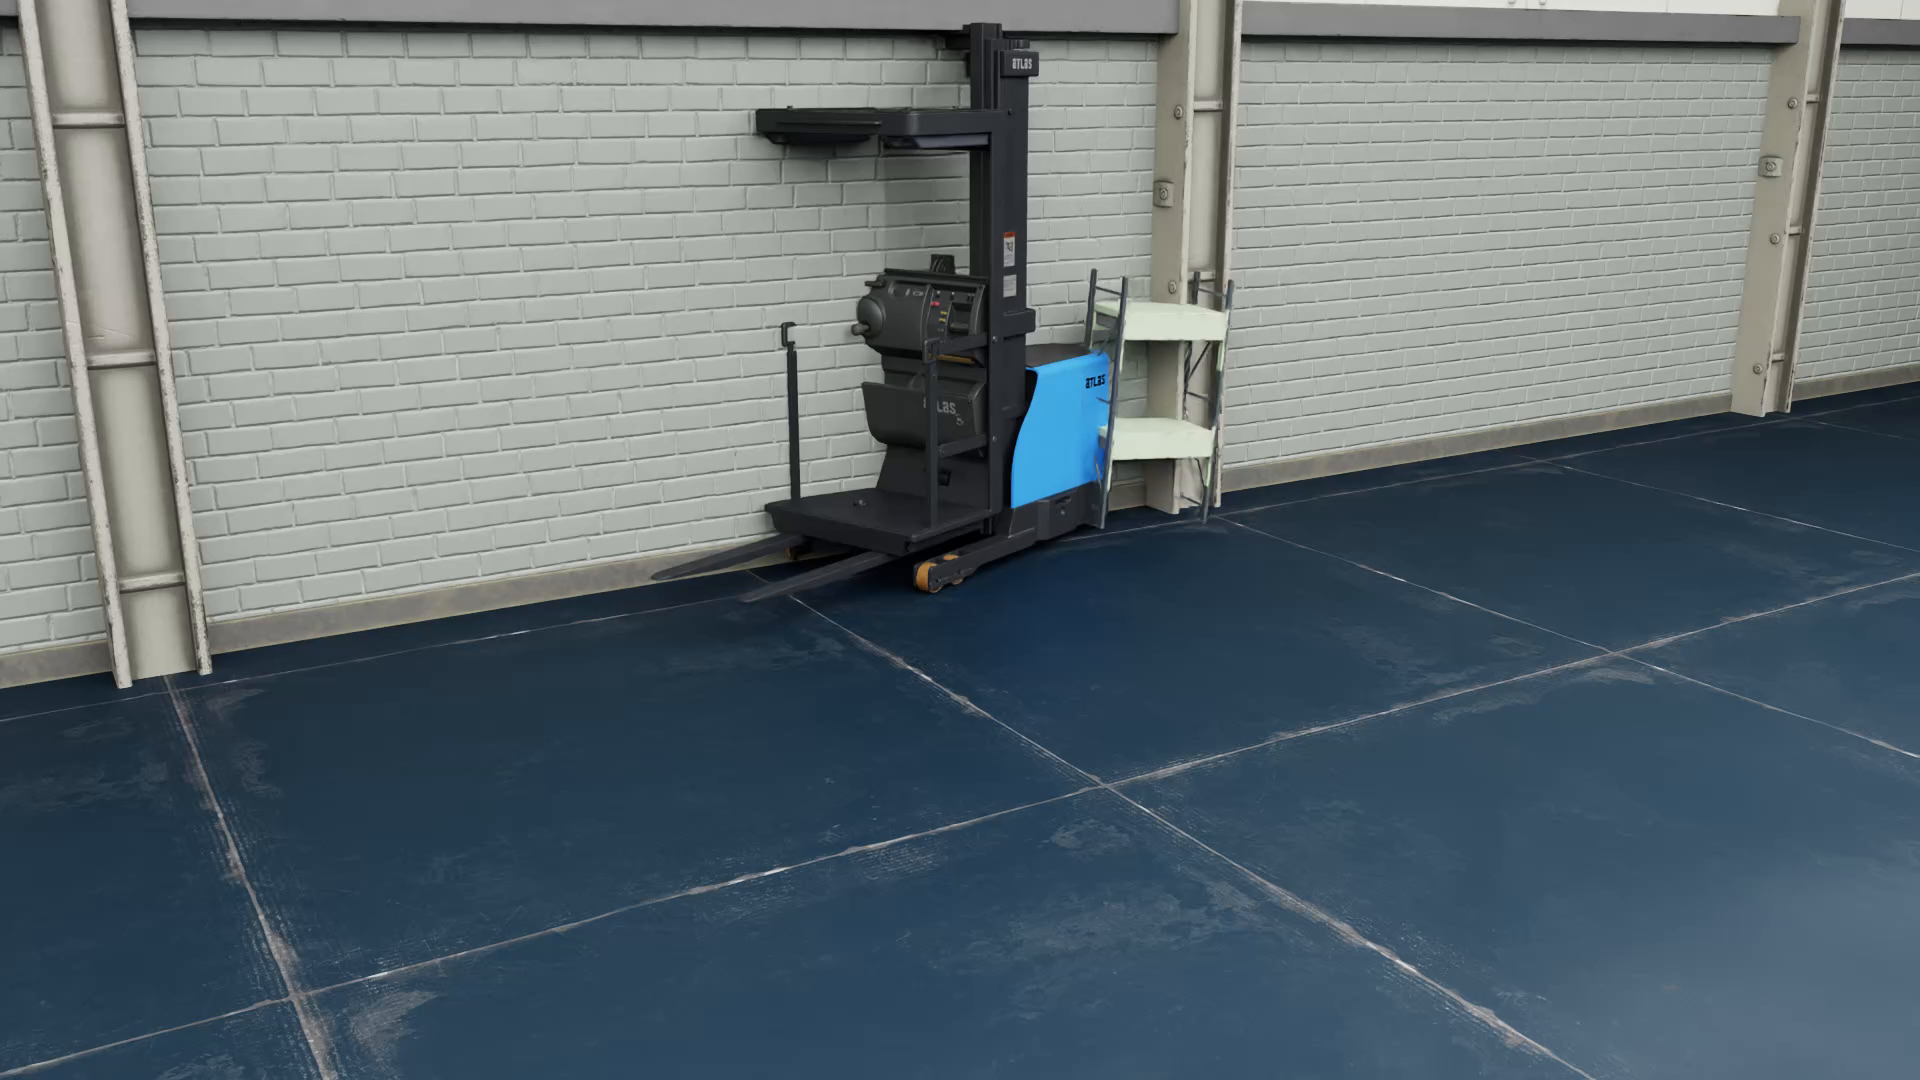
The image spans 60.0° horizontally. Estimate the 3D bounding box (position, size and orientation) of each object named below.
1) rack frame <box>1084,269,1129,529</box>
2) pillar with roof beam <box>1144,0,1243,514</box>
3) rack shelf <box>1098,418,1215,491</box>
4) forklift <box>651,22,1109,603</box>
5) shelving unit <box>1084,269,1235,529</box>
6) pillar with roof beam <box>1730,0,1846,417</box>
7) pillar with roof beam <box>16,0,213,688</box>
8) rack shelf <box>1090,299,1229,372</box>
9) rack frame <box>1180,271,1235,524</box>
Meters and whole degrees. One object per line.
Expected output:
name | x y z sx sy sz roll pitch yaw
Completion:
rack frame | 0.822 -0.840 9.925 0.023 1.500 0.400 -3 17 -26
pillar with roof beam | 3.647 -3.562 5.946 0.400 9.000 9.100 -9 18 -30
rack shelf | 1.127 -0.545 10.170 0.720 0.370 0.431 -3 17 -26
forklift | -0.382 -1.276 9.033 1.130 2.935 3.031 12 19 36
shelving unit | 1.151 -0.858 10.084 0.755 1.500 0.431 -3 17 -26
pillar with roof beam | 8.791 -4.396 8.921 0.400 9.000 9.100 -9 18 -30
pillar with roof beam | -1.496 -2.728 2.970 0.400 9.000 9.100 -9 18 -30
rack shelf | 1.180 -1.233 9.980 0.720 0.370 0.431 -3 17 -26
rack frame | 1.481 -0.876 10.242 0.023 1.500 0.400 -3 17 -26
